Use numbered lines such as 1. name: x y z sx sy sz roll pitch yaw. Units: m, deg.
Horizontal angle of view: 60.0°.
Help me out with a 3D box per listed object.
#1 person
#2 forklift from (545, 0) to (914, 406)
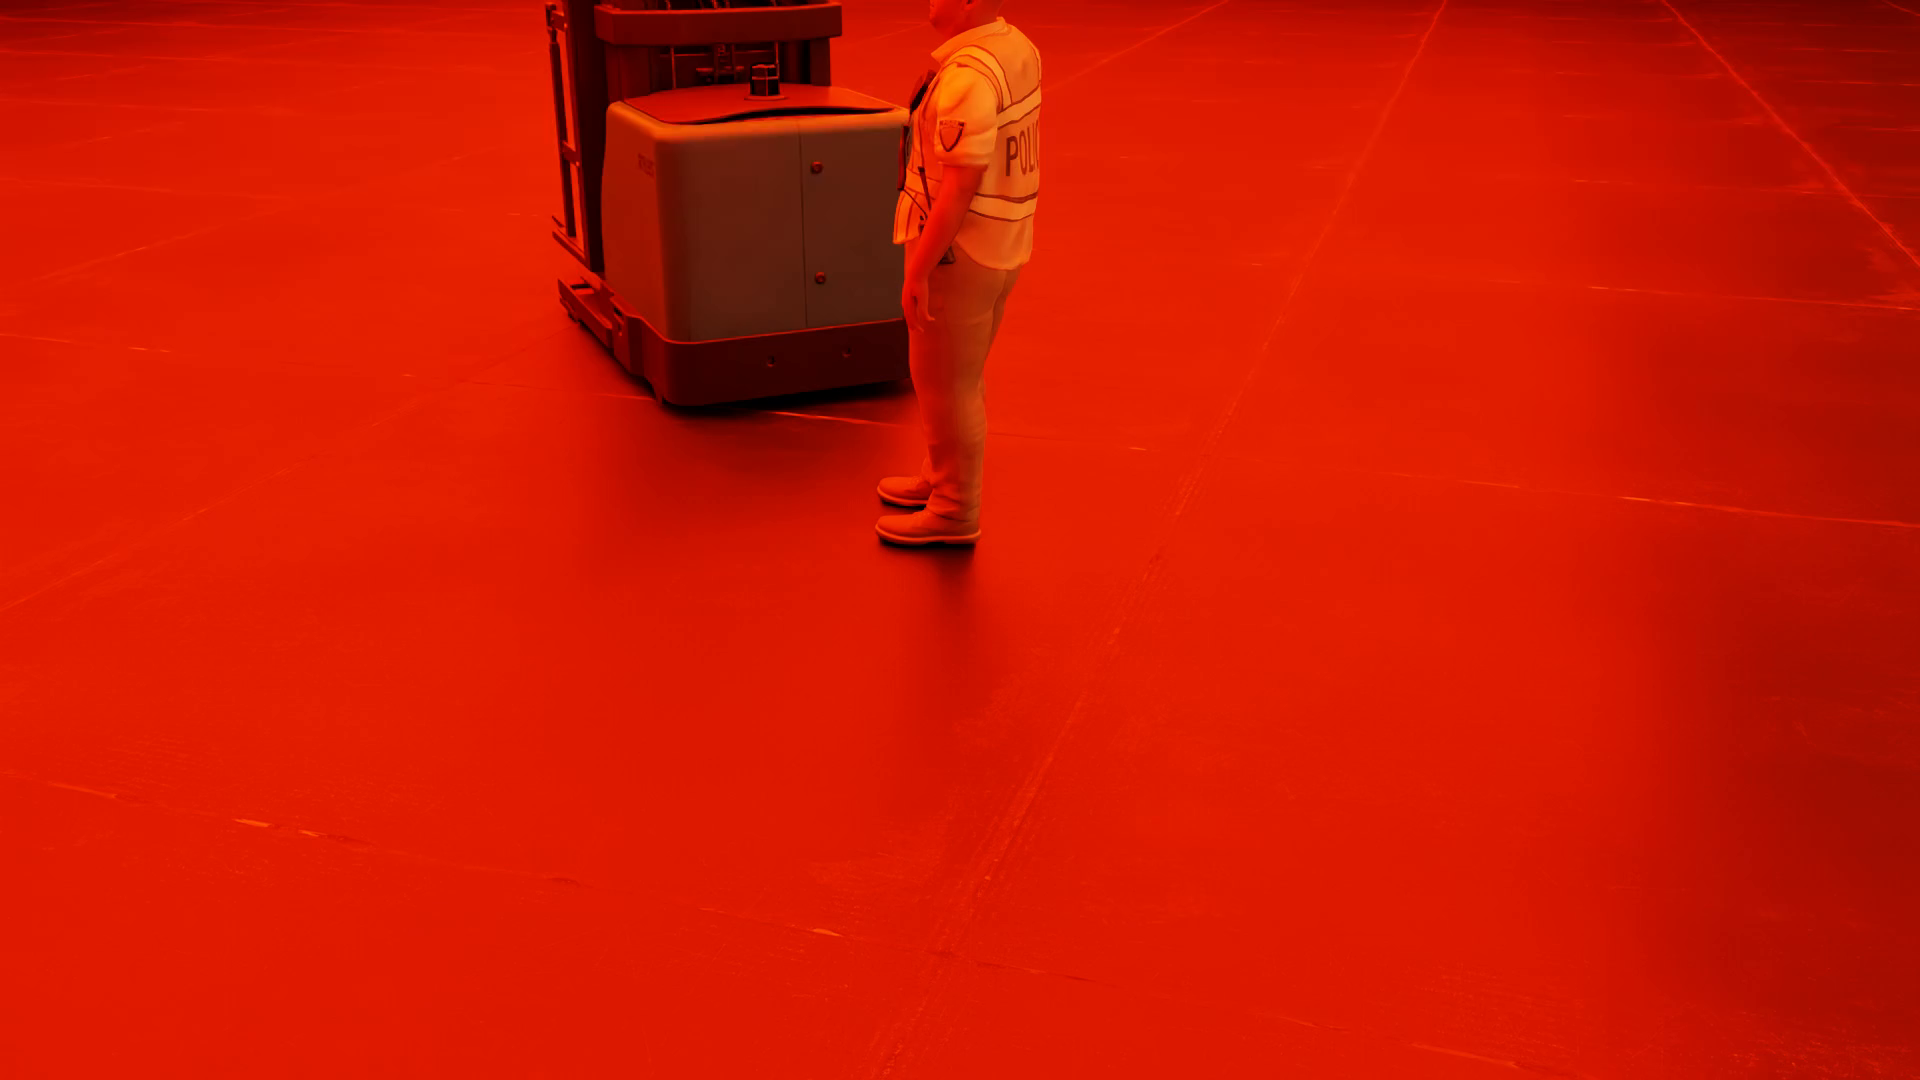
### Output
1. person: -0.070 -0.844 4.810 0.575 1.781 0.640 7 23 16
2. forklift: -1.190 -2.377 7.036 1.130 2.935 3.031 -10 24 -22
